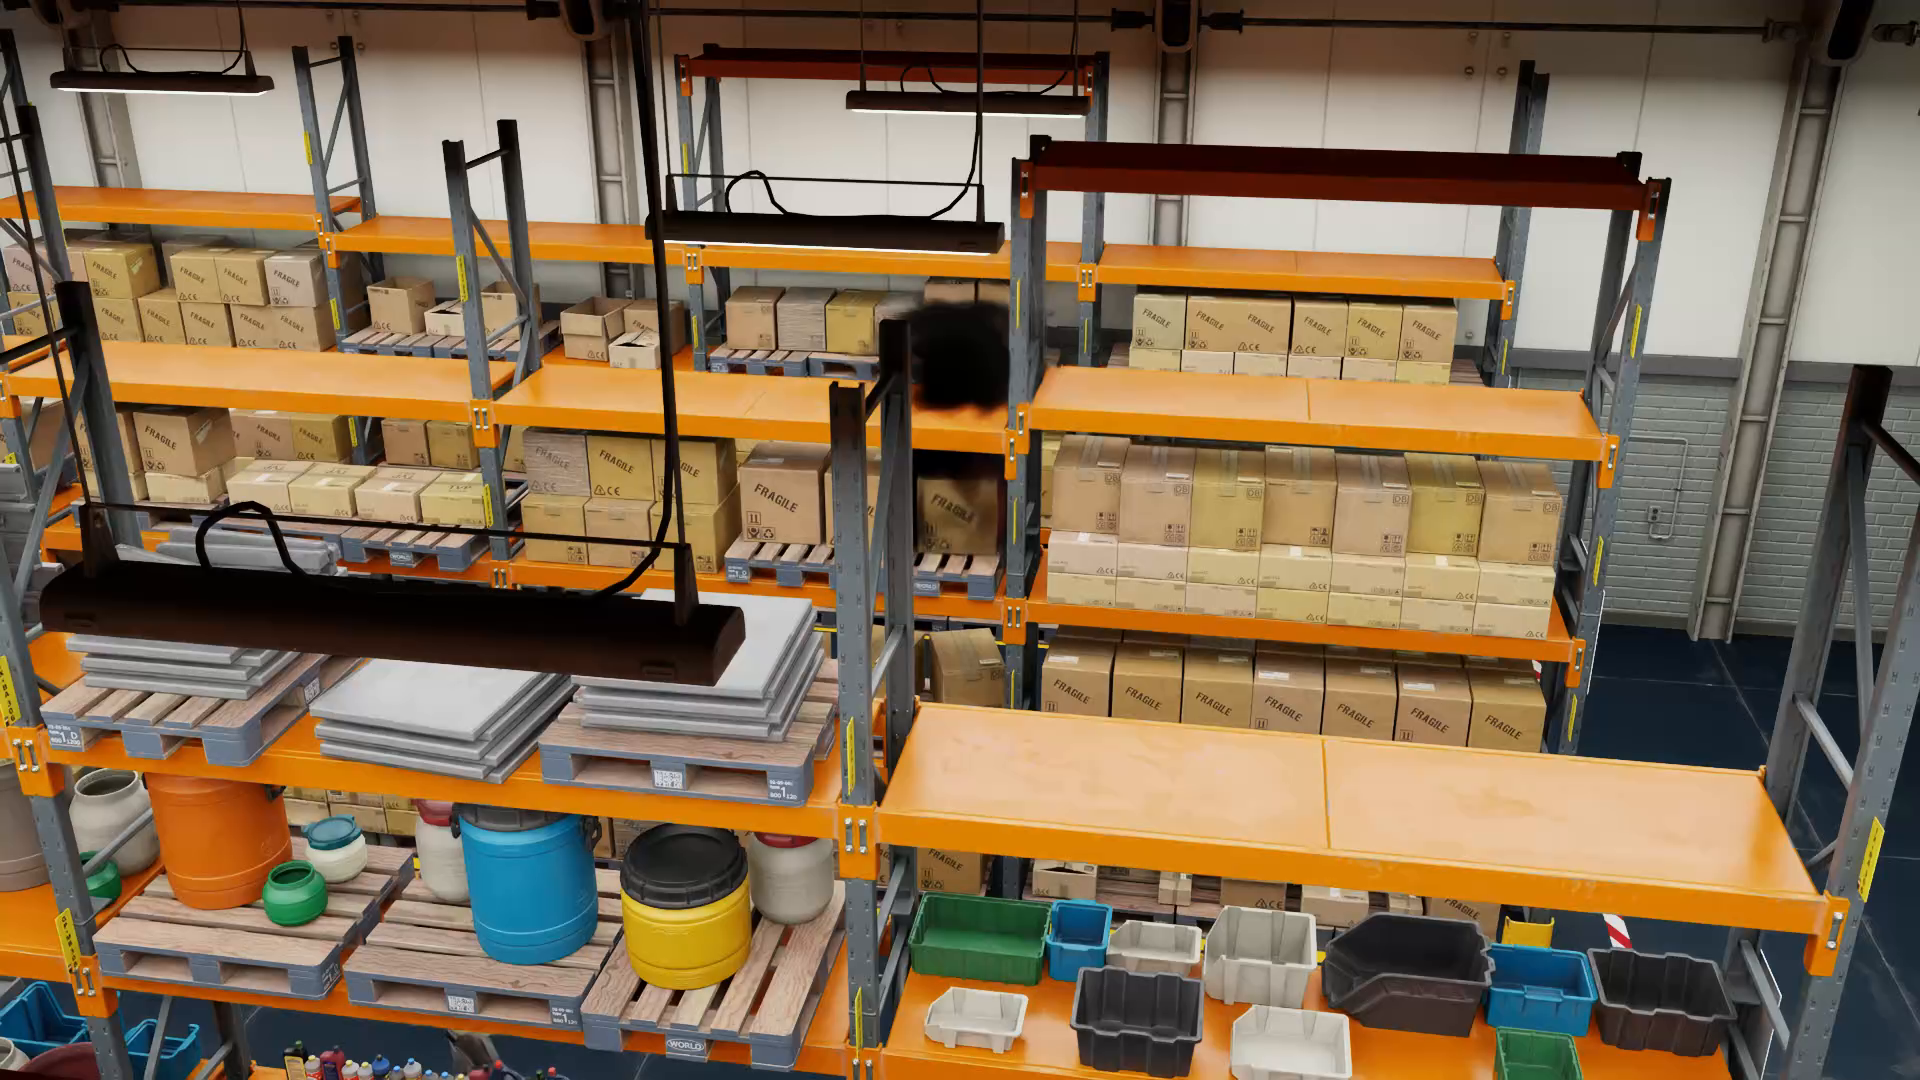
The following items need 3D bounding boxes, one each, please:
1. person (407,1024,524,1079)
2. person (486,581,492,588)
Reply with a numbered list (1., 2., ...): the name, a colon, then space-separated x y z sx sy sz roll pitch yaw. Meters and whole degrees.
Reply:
1. person: -3.210 3.235 10.937 1.069 1.459 0.592 11 25 24
2. person: -4.369 0.891 16.197 0.883 1.565 0.579 -2 23 -5
